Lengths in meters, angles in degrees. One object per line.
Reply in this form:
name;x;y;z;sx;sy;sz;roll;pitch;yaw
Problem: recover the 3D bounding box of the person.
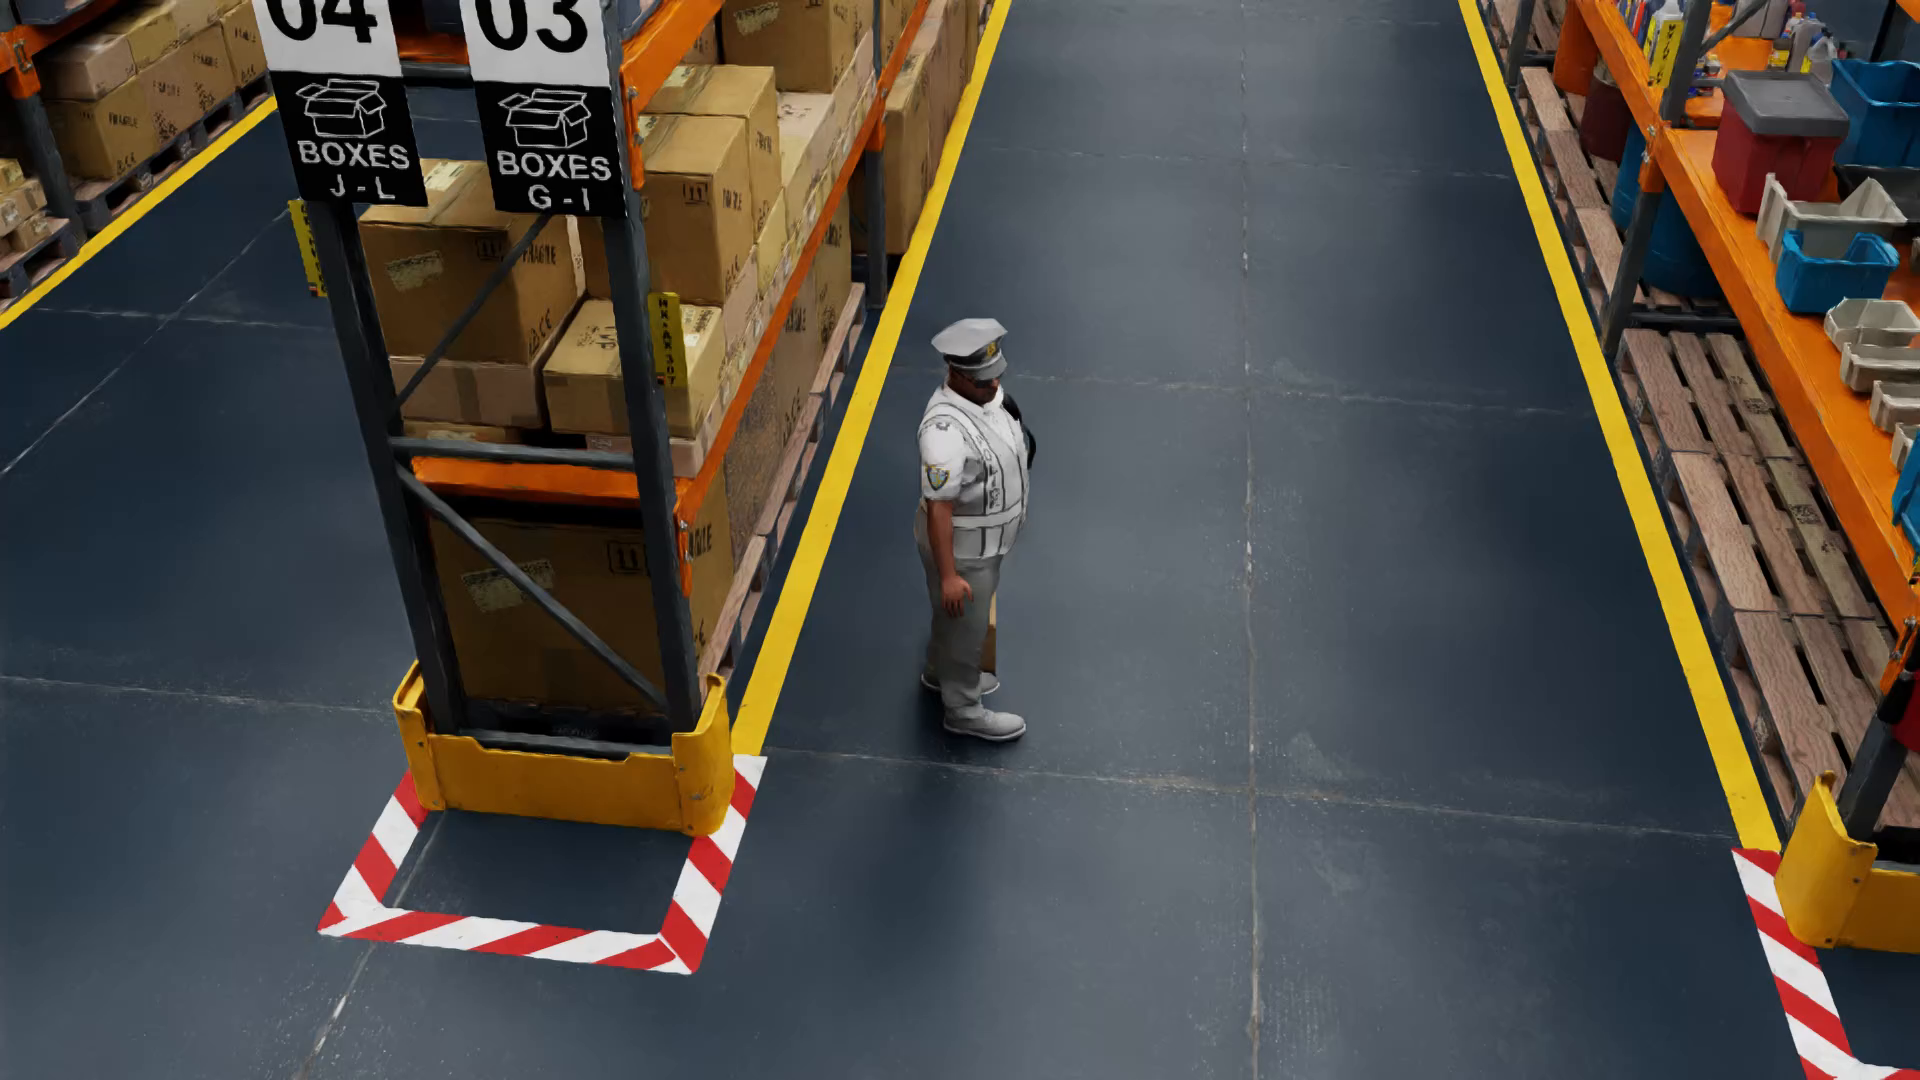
person;0.043;-0.005;6.146;0.480;1.780;0.615;11;37;14
